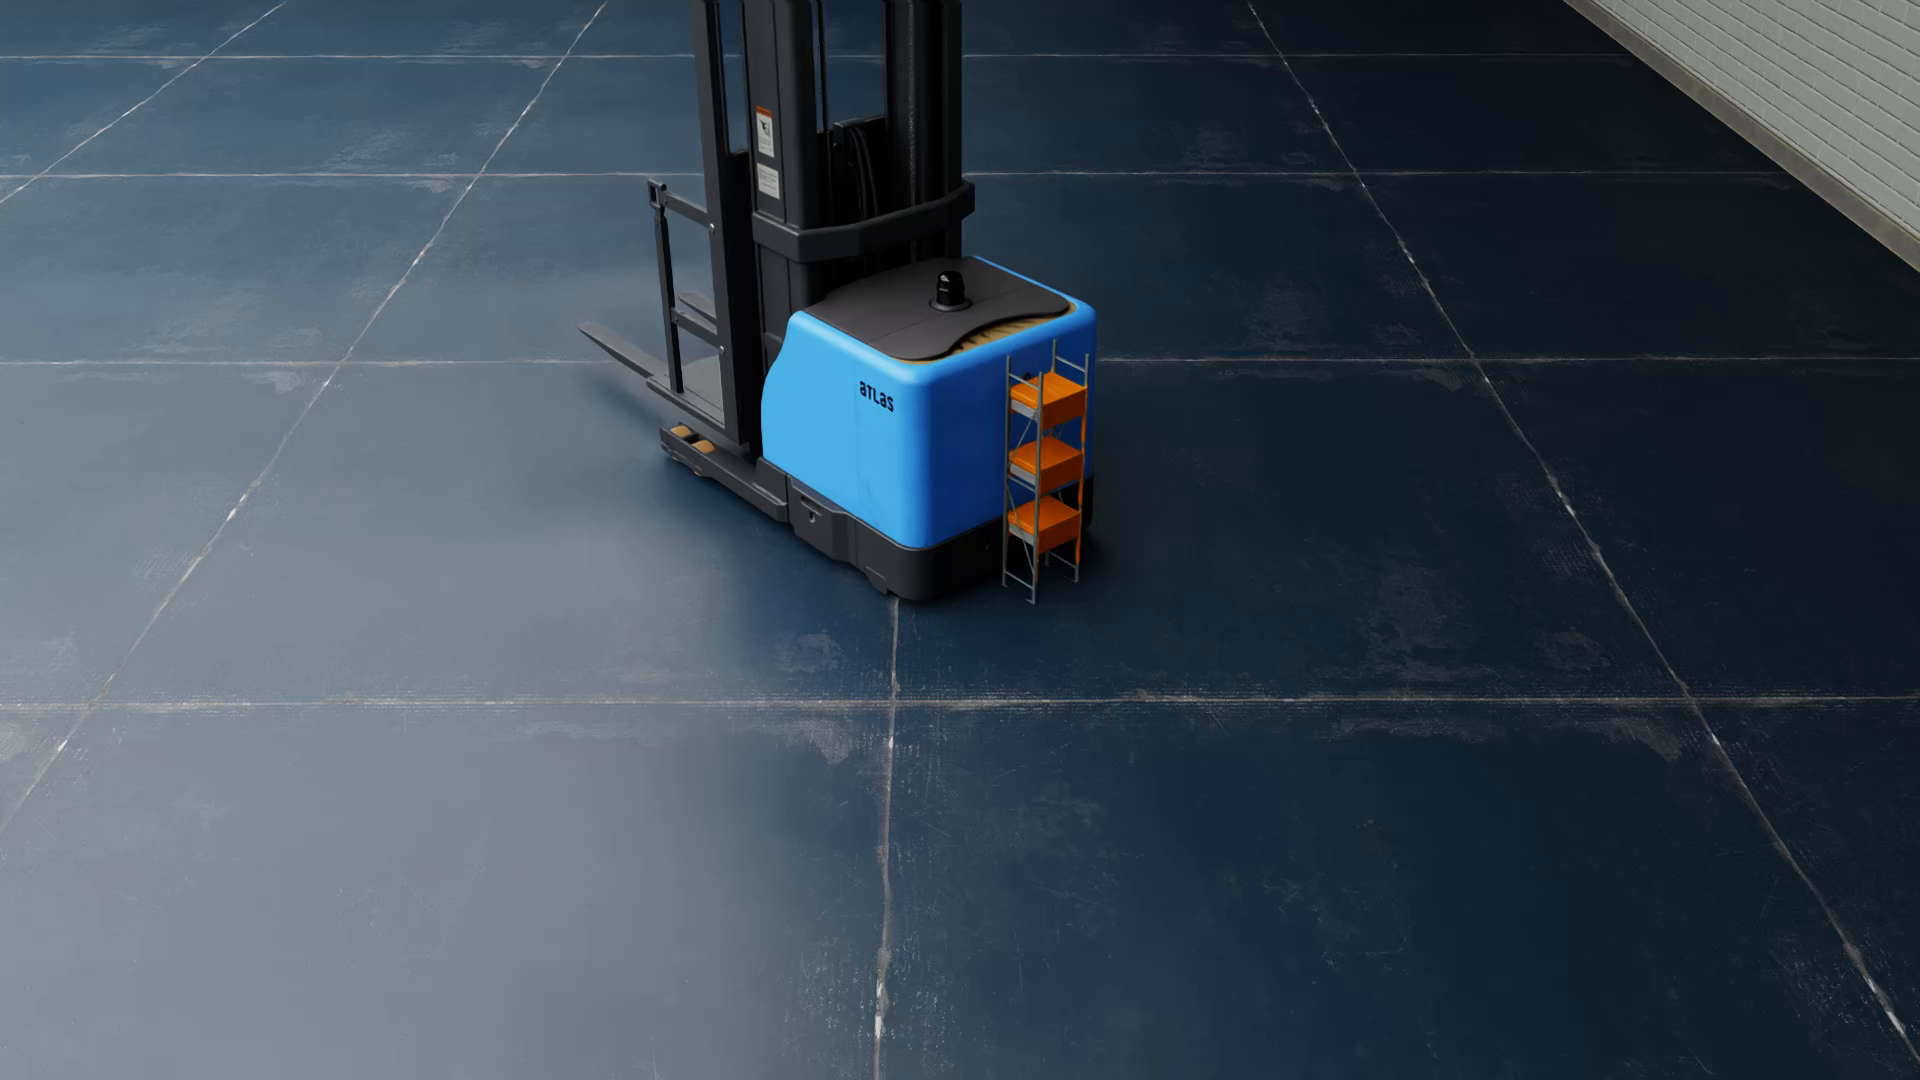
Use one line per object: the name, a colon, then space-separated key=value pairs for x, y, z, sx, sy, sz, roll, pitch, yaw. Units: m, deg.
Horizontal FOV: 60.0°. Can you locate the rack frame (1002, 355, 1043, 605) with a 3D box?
rack frame: x=0.245 y=-0.222 z=6.603 sx=0.008 sy=1.050 sz=0.200 roll=-24 pitch=39 yaw=-34

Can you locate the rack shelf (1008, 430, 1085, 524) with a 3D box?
rack shelf: x=0.338 y=-0.254 z=6.676 sx=0.240 sy=0.259 sz=0.215 roll=-24 pitch=39 yaw=-34

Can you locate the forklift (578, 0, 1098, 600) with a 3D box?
forklift: x=-0.760 y=-1.699 z=7.224 sx=1.130 sy=2.935 sz=3.031 roll=-24 pitch=39 yaw=-34

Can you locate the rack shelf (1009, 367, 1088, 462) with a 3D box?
rack shelf: x=0.339 y=-0.496 z=6.528 sx=0.240 sy=0.259 sz=0.215 roll=-24 pitch=39 yaw=-34

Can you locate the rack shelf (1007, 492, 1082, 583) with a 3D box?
rack shelf: x=0.337 y=-0.017 z=6.821 sx=0.240 sy=0.259 sz=0.215 roll=-24 pitch=39 yaw=-34

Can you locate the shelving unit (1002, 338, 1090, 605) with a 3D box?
shelving unit: x=0.338 y=-0.263 z=6.670 sx=0.252 sy=1.050 sz=0.215 roll=-24 pitch=39 yaw=-34

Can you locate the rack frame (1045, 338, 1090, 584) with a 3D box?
rack frame: x=0.431 y=-0.304 z=6.738 sx=0.008 sy=1.050 sz=0.200 roll=-24 pitch=39 yaw=-34
